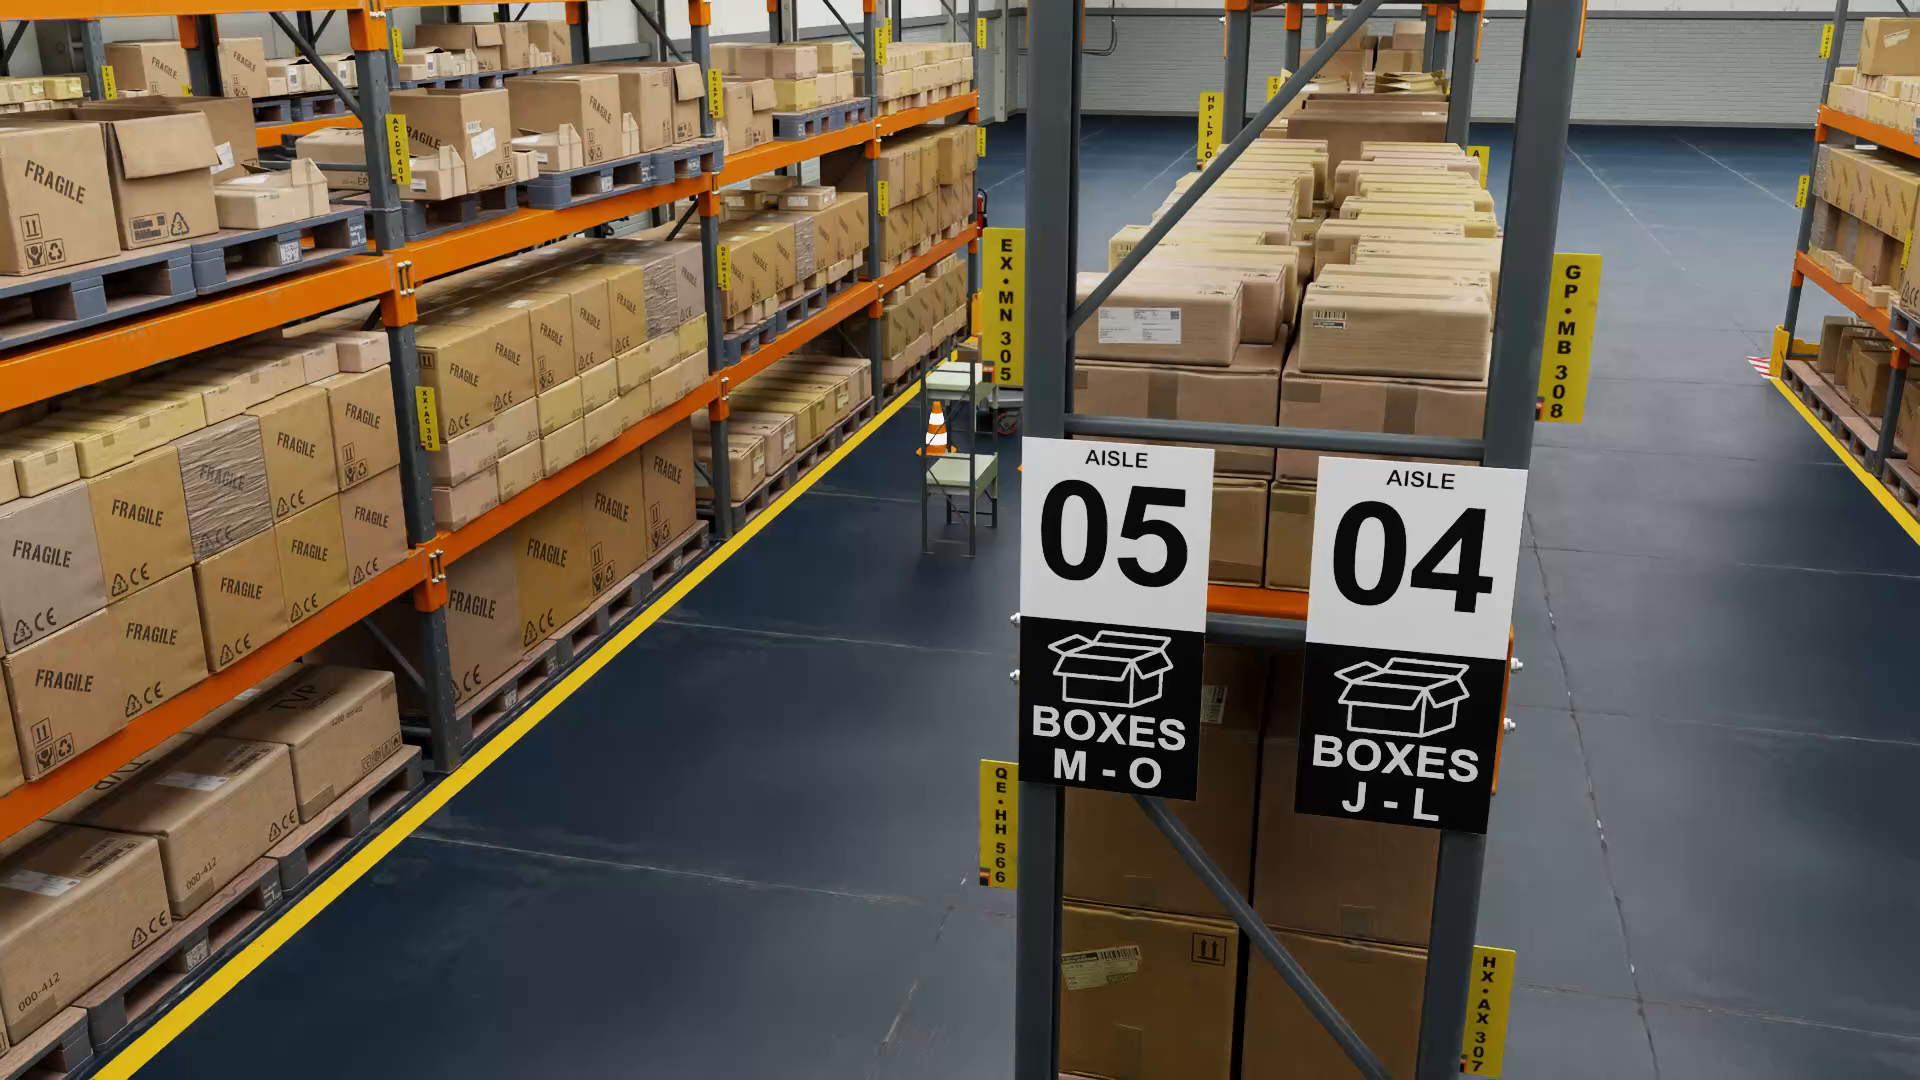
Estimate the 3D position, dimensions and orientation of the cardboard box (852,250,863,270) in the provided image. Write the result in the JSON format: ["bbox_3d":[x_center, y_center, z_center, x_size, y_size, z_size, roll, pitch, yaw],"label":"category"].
[{"bbox_3d":[-1.122,-2.610,15.428,0.380,0.149,0.250,5,19,14],"label":"cardboard box"}]

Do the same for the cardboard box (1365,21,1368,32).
[{"bbox_3d":[4.148,-5.452,17.720,0.380,0.149,0.250,5,19,14],"label":"cardboard box"}]

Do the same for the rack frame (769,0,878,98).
[{"bbox_3d":[-1.264,-5.552,15.021,1.000,3.000,0.127,5,19,13],"label":"rack frame"}]

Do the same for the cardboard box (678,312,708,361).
[{"bbox_3d":[-2.114,-1.453,11.761,0.500,0.250,0.500,5,19,13],"label":"cardboard box"}]

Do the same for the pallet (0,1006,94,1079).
[{"bbox_3d":[-4.077,2.111,6.182,1.003,0.211,1.213,5,19,13],"label":"pallet"}]

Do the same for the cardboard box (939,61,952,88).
[{"bbox_3d":[-0.397,-4.954,17.683,0.500,0.250,0.500,5,20,15],"label":"cardboard box"}]

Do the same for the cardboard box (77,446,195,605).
[{"bbox_3d":[-3.444,-0.082,6.584,0.500,0.500,0.500,5,19,14],"label":"cardboard box"}]

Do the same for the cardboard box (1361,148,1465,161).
[{"bbox_3d":[1.740,-1.417,6.397,0.380,0.149,0.250,5,20,15],"label":"cardboard box"}]

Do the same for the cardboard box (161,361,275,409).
[{"bbox_3d":[-3.270,-0.680,7.331,0.380,0.149,0.250,4,19,13],"label":"cardboard box"}]

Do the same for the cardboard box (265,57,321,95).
[{"bbox_3d":[-6.207,-4.241,15.156,0.500,0.311,0.500,4,19,12],"label":"cardboard box"}]

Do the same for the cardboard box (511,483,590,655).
[{"bbox_3d":[-2.932,0.116,10.344,0.875,0.875,0.875,5,20,15],"label":"cardboard box"}]

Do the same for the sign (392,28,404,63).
[{"bbox_3d":[-5.550,-4.878,16.399,0.100,0.325,0.005,5,19,13],"label":"sign"}]

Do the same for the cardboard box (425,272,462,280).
[{"bbox_3d":[-5.521,-2.761,18.188,0.500,0.250,0.500,5,19,13],"label":"cardboard box"}]

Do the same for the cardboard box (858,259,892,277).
[{"bbox_3d":[-0.876,-2.668,16.247,0.380,0.149,0.250,5,19,13],"label":"cardboard box"}]

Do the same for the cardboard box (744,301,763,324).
[{"bbox_3d":[-1.769,-1.795,13.041,0.380,0.149,0.250,3,19,10],"label":"cardboard box"}]

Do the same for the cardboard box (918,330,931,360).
[{"bbox_3d":[-0.612,-2.109,17.826,0.500,0.250,0.500,4,19,13],"label":"cardboard box"}]

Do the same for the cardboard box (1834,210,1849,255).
[{"bbox_3d":[9.156,-3.036,16.321,0.875,0.500,0.500,5,19,13],"label":"cardboard box"}]

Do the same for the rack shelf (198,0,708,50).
[{"bbox_3d":[-2.730,-3.142,9.696,1.077,0.370,4.000,5,19,13],"label":"rack shelf"}]

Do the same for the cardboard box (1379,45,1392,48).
[{"bbox_3d":[4.073,-4.379,15.194,0.500,0.250,0.500,4,19,13],"label":"cardboard box"}]

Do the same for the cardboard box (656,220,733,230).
[{"bbox_3d":[-2.162,-2.332,13.610,0.500,0.500,0.500,3,19,10],"label":"cardboard box"}]

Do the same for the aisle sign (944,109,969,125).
[{"bbox_3d":[0.009,-5.194,19.231,0.394,0.787,0.004,5,19,13],"label":"aisle sign"}]

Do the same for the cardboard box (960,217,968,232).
[{"bbox_3d":[-0.125,-3.626,19.051,0.380,0.149,0.250,4,19,13],"label":"cardboard box"}]

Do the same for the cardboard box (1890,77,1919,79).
[{"bbox_3d":[8.613,-4.084,14.977,0.380,0.149,0.250,4,19,11],"label":"cardboard box"}]

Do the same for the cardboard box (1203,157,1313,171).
[{"bbox_3d":[1.087,-1.305,6.068,0.380,0.149,0.250,4,19,12],"label":"cardboard box"}]

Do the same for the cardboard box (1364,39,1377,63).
[{"bbox_3d":[3.925,-4.895,16.704,0.500,0.250,0.500,5,19,13],"label":"cardboard box"}]

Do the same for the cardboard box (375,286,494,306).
[{"bbox_3d":[-3.091,-1.206,9.877,0.500,0.500,0.500,5,20,15],"label":"cardboard box"}]

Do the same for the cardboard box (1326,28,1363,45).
[{"bbox_3d":[3.526,-4.654,15.383,0.380,0.149,0.250,5,19,14],"label":"cardboard box"}]

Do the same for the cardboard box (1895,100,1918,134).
[{"bbox_3d":[8.341,-3.606,14.195,0.500,0.250,0.500,5,20,15],"label":"cardboard box"}]

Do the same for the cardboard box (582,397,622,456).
[{"bbox_3d":[-2.459,-0.730,10.415,0.500,0.250,0.500,4,19,12],"label":"cardboard box"}]

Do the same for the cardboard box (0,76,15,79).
[{"bbox_3d":[-7.414,-3.435,12.618,0.380,0.149,0.250,4,19,11],"label":"cardboard box"}]

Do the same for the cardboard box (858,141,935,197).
[{"bbox_3d":[-0.652,-3.809,17.037,0.700,0.500,0.500,4,19,12],"label":"cardboard box"}]

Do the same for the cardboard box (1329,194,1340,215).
[{"bbox_3d":[1.601,-1.105,6.100,0.500,0.250,0.500,4,19,11],"label":"cardboard box"}]

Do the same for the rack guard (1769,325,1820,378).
[{"bbox_3d":[9.304,-1.978,17.705,1.175,0.500,0.348,5,19,13],"label":"rack guard"}]

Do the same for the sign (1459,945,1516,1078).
[{"bbox_3d":[1.155,1.040,3.662,0.100,0.325,0.005,5,19,13],"label":"sign"}]

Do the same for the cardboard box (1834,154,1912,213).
[{"bbox_3d":[8.674,-3.382,15.786,0.500,0.500,0.500,5,19,13],"label":"cardboard box"}]

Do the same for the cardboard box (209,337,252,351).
[{"bbox_3d":[-3.595,-0.873,7.899,0.380,0.149,0.250,5,19,14],"label":"cardboard box"}]

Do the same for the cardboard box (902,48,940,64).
[{"bbox_3d":[-0.425,-5.032,17.295,0.380,0.149,0.250,5,20,15],"label":"cardboard box"}]

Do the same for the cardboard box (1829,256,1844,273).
[{"bbox_3d":[8.758,-2.683,16.292,0.380,0.149,0.250,5,19,13],"label":"cardboard box"}]

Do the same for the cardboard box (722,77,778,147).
[{"bbox_3d":[-1.897,-3.408,13.225,0.797,0.503,0.637,5,19,13],"label":"cardboard box"}]

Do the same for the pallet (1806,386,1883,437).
[{"bbox_3d":[8.771,-1.208,15.898,1.003,0.211,1.213,5,19,13],"label":"pallet"}]

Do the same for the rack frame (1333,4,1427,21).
[{"bbox_3d":[4.538,-6.447,17.640,1.000,3.000,0.127,5,19,13],"label":"rack frame"}]

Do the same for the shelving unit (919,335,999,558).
[{"bbox_3d":[0.002,-0.712,12.451,0.431,1.500,0.755,5,19,13],"label":"shelving unit"}]

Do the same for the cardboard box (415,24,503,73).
[{"bbox_3d":[-5.500,-5.421,18.313,0.797,0.503,0.637,5,20,15],"label":"cardboard box"}]

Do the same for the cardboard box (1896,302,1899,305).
[{"bbox_3d":[8.113,-1.903,14.006,0.380,0.149,0.250,5,19,13],"label":"cardboard box"}]

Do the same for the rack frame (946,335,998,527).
[{"bbox_3d":[0.091,-0.827,12.787,0.400,1.500,0.023,5,19,13],"label":"rack frame"}]

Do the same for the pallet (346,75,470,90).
[{"bbox_3d":[-5.895,-4.751,17.453,1.003,0.211,1.213,5,19,13],"label":"pallet"}]

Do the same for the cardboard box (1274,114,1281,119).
[{"bbox_3d":[2.070,-2.252,9.845,0.500,0.500,0.500,5,19,13],"label":"cardboard box"}]

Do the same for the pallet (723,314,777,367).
[{"bbox_3d":[-2.171,-1.601,13.030,1.213,0.211,1.003,5,19,13],"label":"pallet"}]

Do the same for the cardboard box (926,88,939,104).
[{"bbox_3d":[-0.435,-4.649,17.406,0.380,0.149,0.250,4,19,13],"label":"cardboard box"}]

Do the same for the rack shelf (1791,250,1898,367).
[{"bbox_3d":[8.834,-2.217,15.651,1.077,0.370,4.000,5,19,13],"label":"rack shelf"}]

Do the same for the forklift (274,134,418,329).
[{"bbox_3d":[-5.050,-1.861,13.602,1.130,2.935,3.031,-12,22,-32],"label":"forklift"}]

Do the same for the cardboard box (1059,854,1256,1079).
[{"bbox_3d":[0.489,1.058,4.335,0.500,0.500,0.500,5,20,14],"label":"cardboard box"}]

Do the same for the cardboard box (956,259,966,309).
[{"bbox_3d":[-0.230,-2.948,19.121,0.500,0.500,0.500,5,19,14],"label":"cardboard box"}]

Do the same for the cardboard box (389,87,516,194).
[{"bbox_3d":[-2.722,-2.125,8.823,0.500,0.500,0.500,4,19,12],"label":"cardboard box"}]

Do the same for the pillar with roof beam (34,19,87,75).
[{"bbox_3d":[-3.437,-4.829,12.904,9.100,9.000,0.400,5,19,13],"label":"pillar with roof beam"}]

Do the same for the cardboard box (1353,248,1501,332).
[{"bbox_3d":[1.145,-0.608,4.028,0.380,0.149,0.250,5,19,13],"label":"cardboard box"}]
